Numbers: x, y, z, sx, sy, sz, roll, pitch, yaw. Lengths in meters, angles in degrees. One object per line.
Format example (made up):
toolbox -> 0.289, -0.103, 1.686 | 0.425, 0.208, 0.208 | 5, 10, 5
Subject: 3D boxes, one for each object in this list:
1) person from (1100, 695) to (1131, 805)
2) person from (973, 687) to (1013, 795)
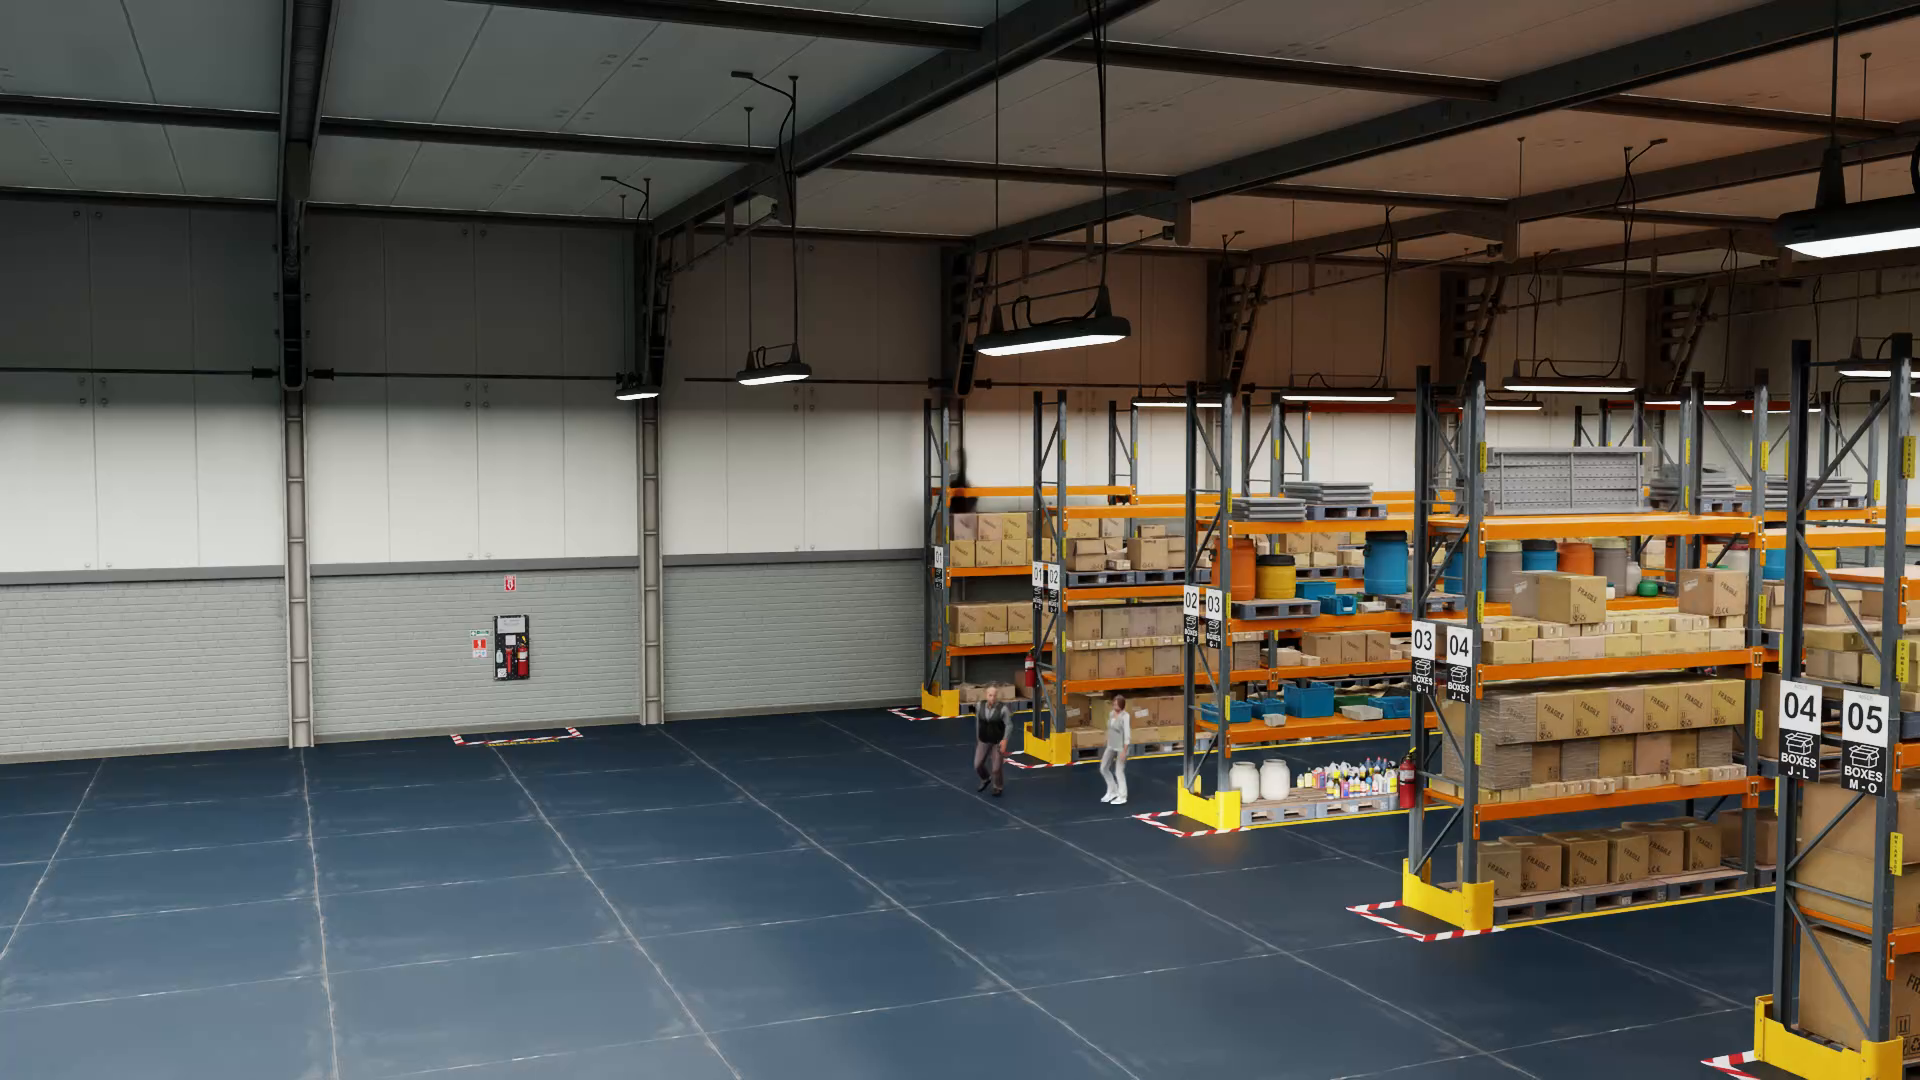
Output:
person -> 2.229, 2.969, 23.560 | 0.431, 1.575, 0.527 | -3, 5, -44
person -> 0.480, 2.914, 24.105 | 0.639, 1.632, 0.660 | 1, 4, 20
